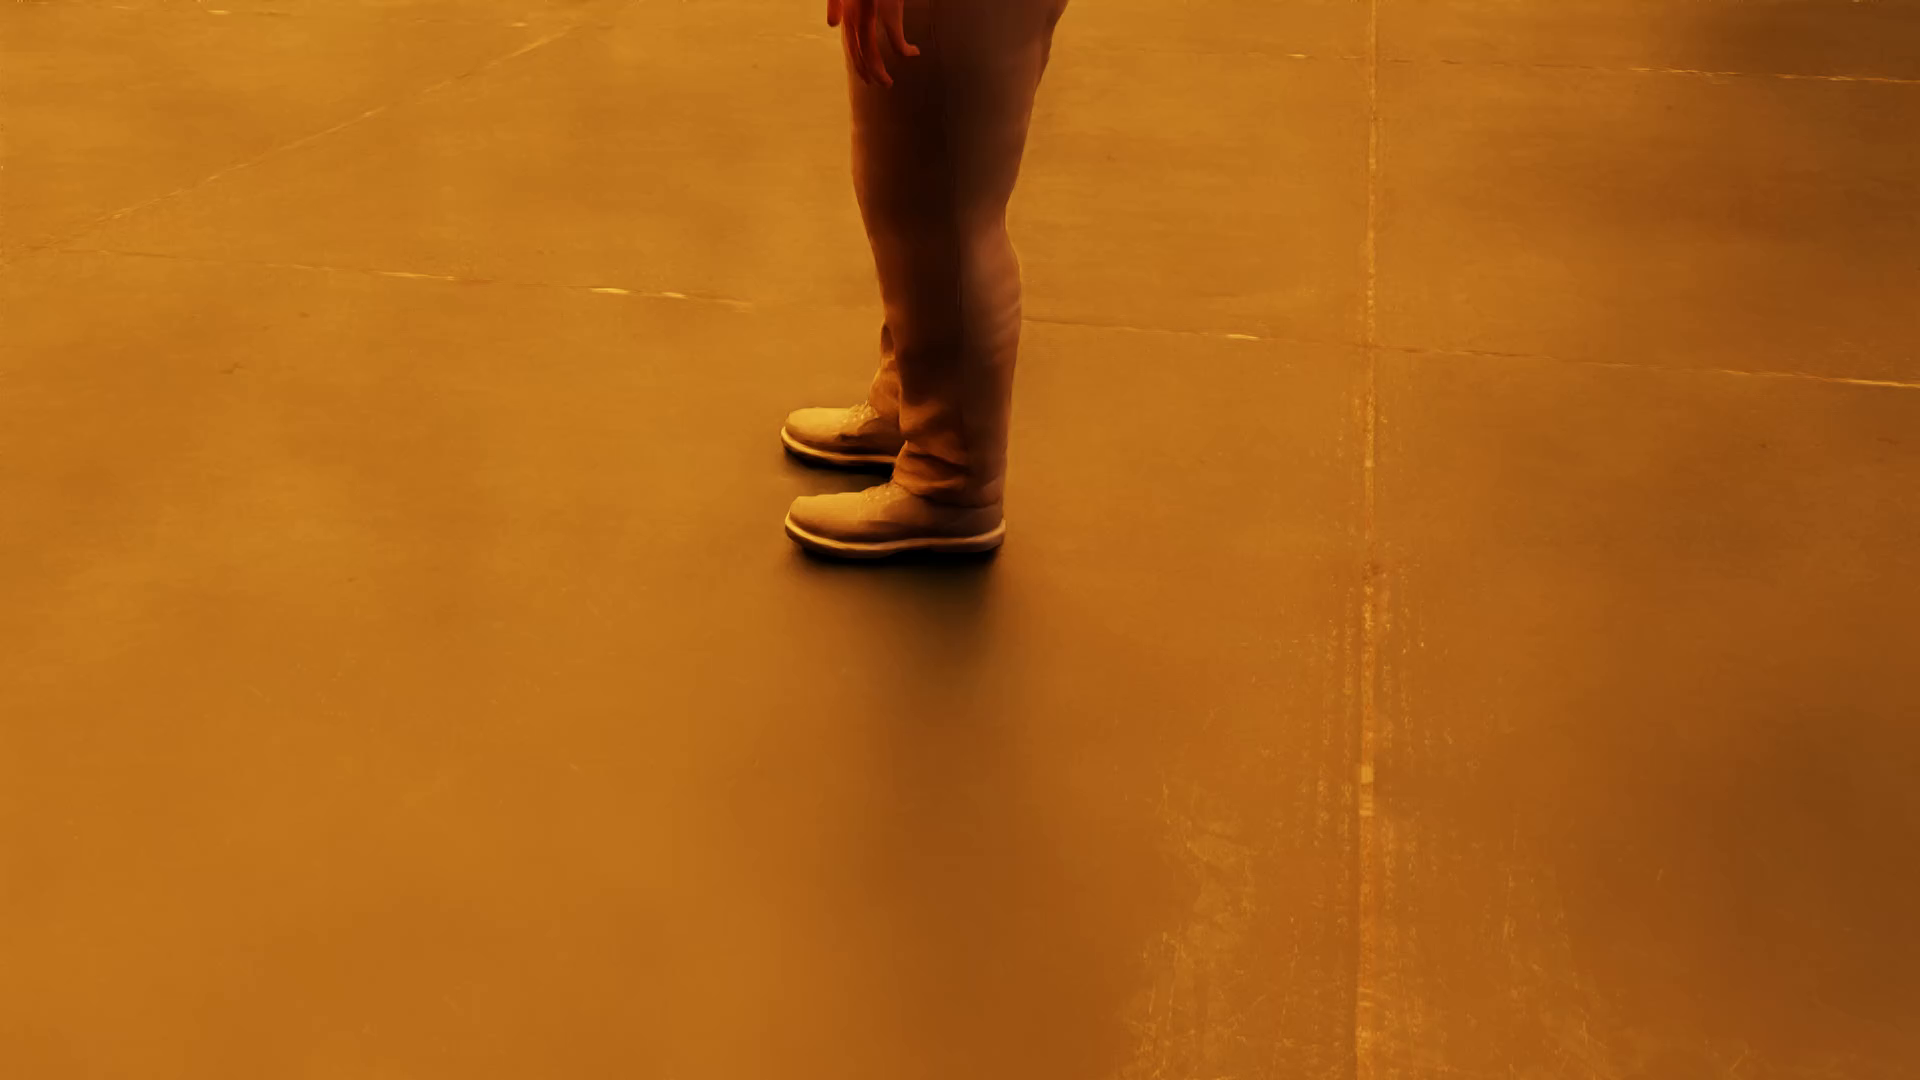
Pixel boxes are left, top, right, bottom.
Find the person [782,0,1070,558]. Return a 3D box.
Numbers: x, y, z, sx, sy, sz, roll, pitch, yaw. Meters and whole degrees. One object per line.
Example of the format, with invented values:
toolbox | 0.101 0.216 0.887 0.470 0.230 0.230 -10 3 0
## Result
person | -0.085 -0.792 2.135 0.550 1.727 0.640 6 27 11
